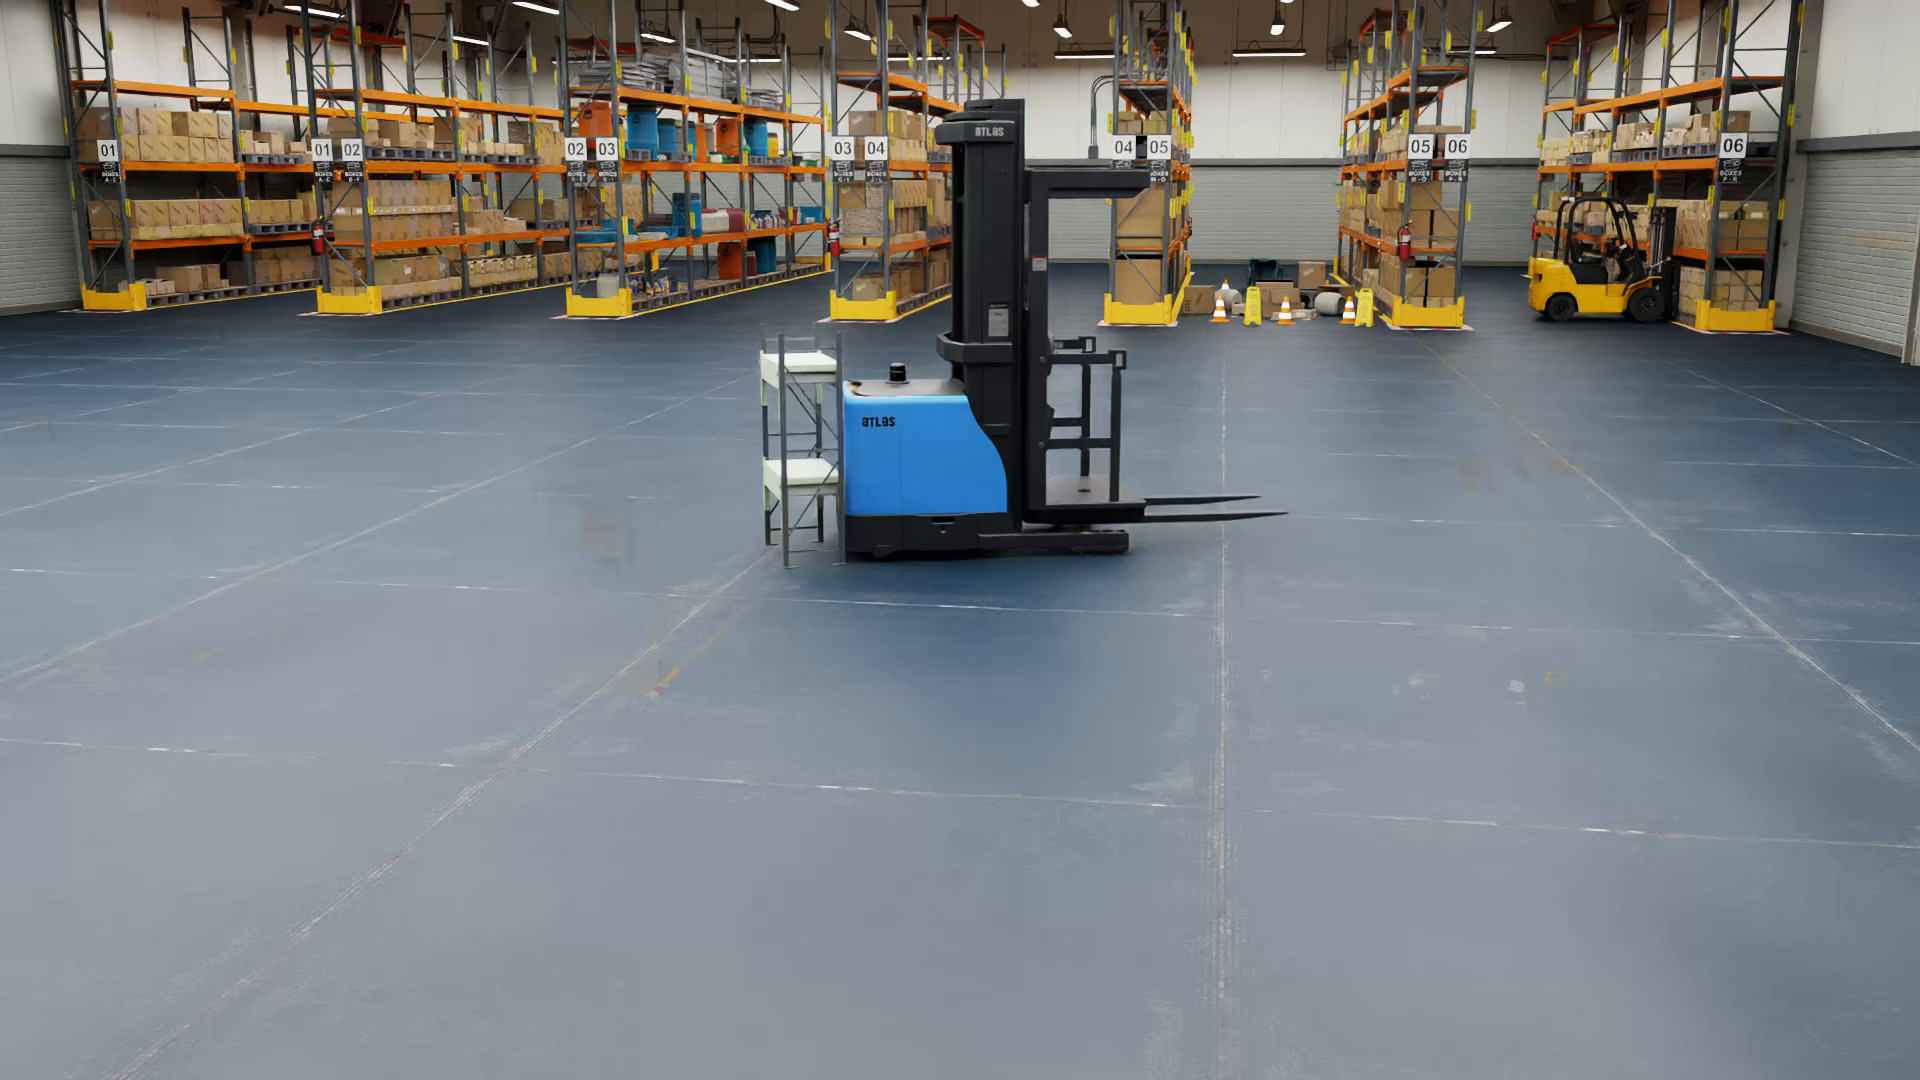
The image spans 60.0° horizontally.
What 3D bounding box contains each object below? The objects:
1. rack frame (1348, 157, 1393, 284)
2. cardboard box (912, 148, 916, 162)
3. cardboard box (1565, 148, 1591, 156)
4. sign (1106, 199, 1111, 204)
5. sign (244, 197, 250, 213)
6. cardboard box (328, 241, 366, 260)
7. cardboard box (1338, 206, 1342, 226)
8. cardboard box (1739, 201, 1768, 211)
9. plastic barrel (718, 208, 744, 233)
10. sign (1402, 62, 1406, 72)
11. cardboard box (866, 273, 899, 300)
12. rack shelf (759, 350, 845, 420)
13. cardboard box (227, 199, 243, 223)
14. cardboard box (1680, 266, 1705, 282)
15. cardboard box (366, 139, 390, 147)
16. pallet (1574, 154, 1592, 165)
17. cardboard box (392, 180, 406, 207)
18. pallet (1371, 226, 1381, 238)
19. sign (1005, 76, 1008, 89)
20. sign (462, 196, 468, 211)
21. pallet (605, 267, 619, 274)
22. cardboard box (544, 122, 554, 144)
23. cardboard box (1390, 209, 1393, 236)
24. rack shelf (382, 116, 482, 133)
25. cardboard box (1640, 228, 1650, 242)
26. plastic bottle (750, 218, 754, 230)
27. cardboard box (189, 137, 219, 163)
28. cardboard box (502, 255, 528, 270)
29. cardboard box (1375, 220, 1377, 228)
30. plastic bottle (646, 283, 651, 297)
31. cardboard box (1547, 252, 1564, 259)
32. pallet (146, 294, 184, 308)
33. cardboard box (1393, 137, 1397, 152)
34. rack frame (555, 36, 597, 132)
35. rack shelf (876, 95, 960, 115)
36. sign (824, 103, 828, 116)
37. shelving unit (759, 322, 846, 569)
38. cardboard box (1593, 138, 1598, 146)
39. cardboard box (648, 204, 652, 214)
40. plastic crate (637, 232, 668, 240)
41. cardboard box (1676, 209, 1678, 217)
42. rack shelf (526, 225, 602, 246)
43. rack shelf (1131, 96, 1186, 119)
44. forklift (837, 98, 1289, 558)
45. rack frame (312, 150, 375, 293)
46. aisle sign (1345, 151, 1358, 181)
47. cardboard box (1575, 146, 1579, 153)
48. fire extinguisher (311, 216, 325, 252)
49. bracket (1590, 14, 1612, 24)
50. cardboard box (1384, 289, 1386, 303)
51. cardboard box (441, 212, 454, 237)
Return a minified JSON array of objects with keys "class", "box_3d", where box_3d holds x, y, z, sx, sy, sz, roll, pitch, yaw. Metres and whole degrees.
[{"class":"rack frame","box_3d":[9.874,-7.641,39.831,1.000,3.000,0.127,2,12,9]},{"class":"cardboard box","box_3d":[-1.124,-7.372,31.817,0.500,0.250,0.500,2,12,8]},{"class":"cardboard box","box_3d":[14.606,-9.128,39.260,0.500,0.250,0.500,2,12,9]},{"class":"sign","box_3d":[2.588,-5.985,28.834,0.100,0.325,0.005,2,12,9]},{"class":"sign","box_3d":[-15.294,-7.186,35.662,0.100,0.325,0.005,2,12,9]},{"class":"cardboard box","box_3d":[-14.974,-6.915,40.564,0.750,0.750,0.750,2,12,8]},{"class":"cardboard box","box_3d":[10.132,-8.432,43.263,0.500,0.500,0.500,2,12,8]},{"class":"cardboard box","box_3d":[13.196,-5.558,27.679,0.380,0.149,0.250,2,12,8]},{"class":"plastic barrel","box_3d":[-5.199,-7.250,37.693,0.600,0.536,0.708,2,12,9]},{"class":"sign","box_3d":[10.412,-11.054,39.022,0.100,0.325,0.005,2,12,9]},{"class":"cardboard box","box_3d":[-1.478,-4.832,31.733,0.500,0.500,0.500,3,13,14]},{"class":"rack shelf","box_3d":[-1.035,-1.018,10.805,0.431,0.370,0.720,-3,13,-15]},{"class":"cardboard box","box_3d":[-15.599,-6.973,35.259,0.500,0.500,0.500,2,12,9]},{"class":"cardboard box","box_3d":[12.837,-4.651,29.112,0.500,0.250,0.500,2,12,9]},{"class":"cardboard box","box_3d":[-11.196,-7.643,31.984,0.380,0.149,0.250,2,12,9]},{"class":"pallet","box_3d":[14.453,-8.506,37.170,1.213,0.211,1.003,2,12,9]},{"class":"cardboard box","box_3d":[-11.307,-6.792,32.571,0.700,0.500,0.500,2,12,9]},{"class":"pallet","box_3d":[8.995,-6.302,34.069,1.003,0.211,1.213,2,12,9]},{"class":"sign","box_3d":[1.231,-12.203,44.350,0.100,0.325,0.005,2,12,9]},{"class":"sign","box_3d":[-10.388,-7.063,34.904,0.100,0.325,0.005,2,12,9]},{"class":"pallet","box_3d":[-9.599,-7.064,43.770,1.003,0.211,1.213,2,12,9]},{"class":"cardboard box","box_3d":[-10.091,-9.758,39.924,0.500,0.500,0.500,2,12,9]},{"class":"cardboard box","box_3d":[8.098,-5.773,30.216,0.500,0.500,0.500,2,12,9]},{"class":"rack shelf","box_3d":[-14.294,-11.246,44.972,1.077,0.370,4.000,2,12,9]},{"class":"cardboard box","box_3d":[13.368,-5.856,31.902,0.500,0.250,0.500,2,12,10]},{"class":"plastic bottle","box_3d":[-4.905,-7.436,39.153,0.061,0.283,0.133,2,12,9]},{"class":"cardboard box","box_3d":[-15.755,-8.086,34.487,0.500,0.500,0.500,1,12,4]},{"class":"cardboard box","box_3d":[-10.232,-6.361,38.090,0.500,0.311,0.500,2,12,8]},{"class":"cardboard box","box_3d":[8.548,-6.337,33.377,0.380,0.149,0.250,2,12,9]},{"class":"plastic bottle","box_3d":[-6.071,-4.874,32.419,0.097,0.271,0.097,0,12,0]},{"class":"cardboard box","box_3d":[14.857,-6.890,41.279,0.500,0.500,0.500,2,12,10]},{"class":"pallet","box_3d":[-16.275,-4.767,33.110,1.003,0.211,1.213,2,12,9]},{"class":"cardboard box","box_3d":[8.070,-7.115,29.918,0.500,0.250,0.500,2,12,9]},{"class":"rack frame","box_3d":[-9.706,-11.217,42.181,1.000,3.000,0.127,2,12,9]},{"class":"rack shelf","box_3d":[-0.841,-9.099,35.011,1.077,0.370,4.000,2,12,9]},{"class":"sign","box_3d":[-3.651,-11.716,45.264,0.100,0.325,0.005,2,12,9]},{"class":"shelving unit","box_3d":[-1.035,-0.637,10.888,0.431,1.500,0.755,-3,13,-15]},{"class":"cardboard box","box_3d":[14.124,-8.733,36.480,0.380,0.149,0.250,2,12,9]},{"class":"cardboard box","box_3d":[-8.891,-9.064,46.193,0.500,0.500,0.500,2,12,10]},{"class":"plastic crate","box_3d":[-6.042,-5.982,32.759,0.530,0.136,0.437,2,12,9]},{"class":"cardboard box","box_3d":[13.015,-5.859,29.781,0.380,0.149,0.250,1,12,7]},{"class":"rack shelf","box_3d":[-10.014,-7.516,40.957,1.077,0.370,4.000,2,12,9]},{"class":"rack shelf","box_3d":[4.045,-8.917,34.167,1.077,0.370,4.000,2,12,9]},{"class":"forklift","box_3d":[0.692,-1.432,11.179,3.031,2.935,1.130,-1,12,-7]},{"class":"rack frame","box_3d":[-11.552,-5.786,31.222,1.000,3.000,0.127,2,12,9]},{"class":"aisle sign","box_3d":[10.214,-9.769,43.533,0.394,0.787,0.004,2,12,9]},{"class":"cardboard box","box_3d":[14.201,-8.871,37.779,0.380,0.149,0.250,2,12,9]},{"class":"fire extinguisher","box_3d":[-12.029,-5.739,31.186,0.296,0.674,0.183,2,12,9]},{"class":"bracket","box_3d":[15.886,-12.924,41.557,0.076,0.066,4.783,2,12,9]},{"class":"cardboard box","box_3d":[8.136,-4.501,30.789,0.500,0.250,0.500,2,12,8]},{"class":"cardboard box","box_3d":[-10.998,-6.575,34.646,0.700,0.500,0.500,2,12,7]}]
